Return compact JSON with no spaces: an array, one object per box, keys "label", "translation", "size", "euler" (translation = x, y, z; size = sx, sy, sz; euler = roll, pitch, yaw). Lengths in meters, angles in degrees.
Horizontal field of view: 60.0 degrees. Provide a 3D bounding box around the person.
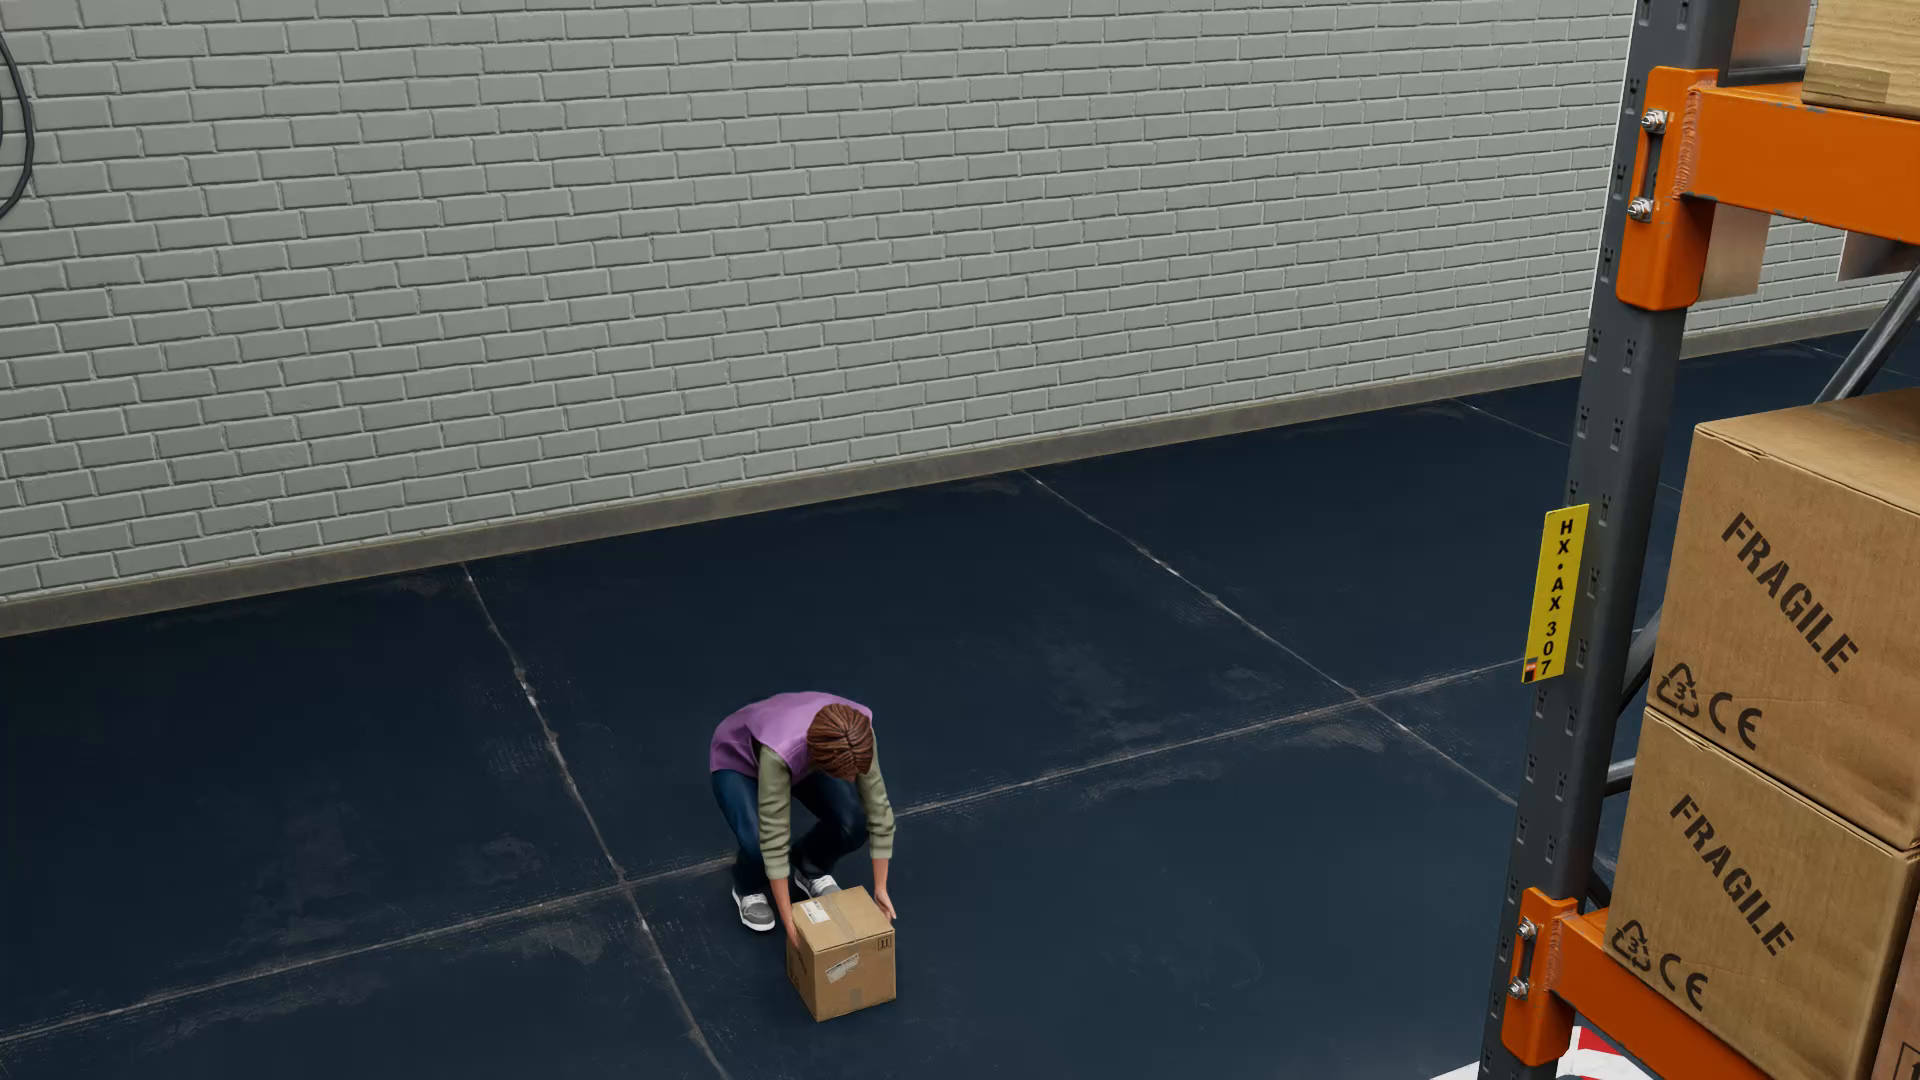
[{"label":"person","translation":[-0.494,0.801,5.112],"size":[0.444,0.878,0.795],"euler":[-10,25,-24]}]
